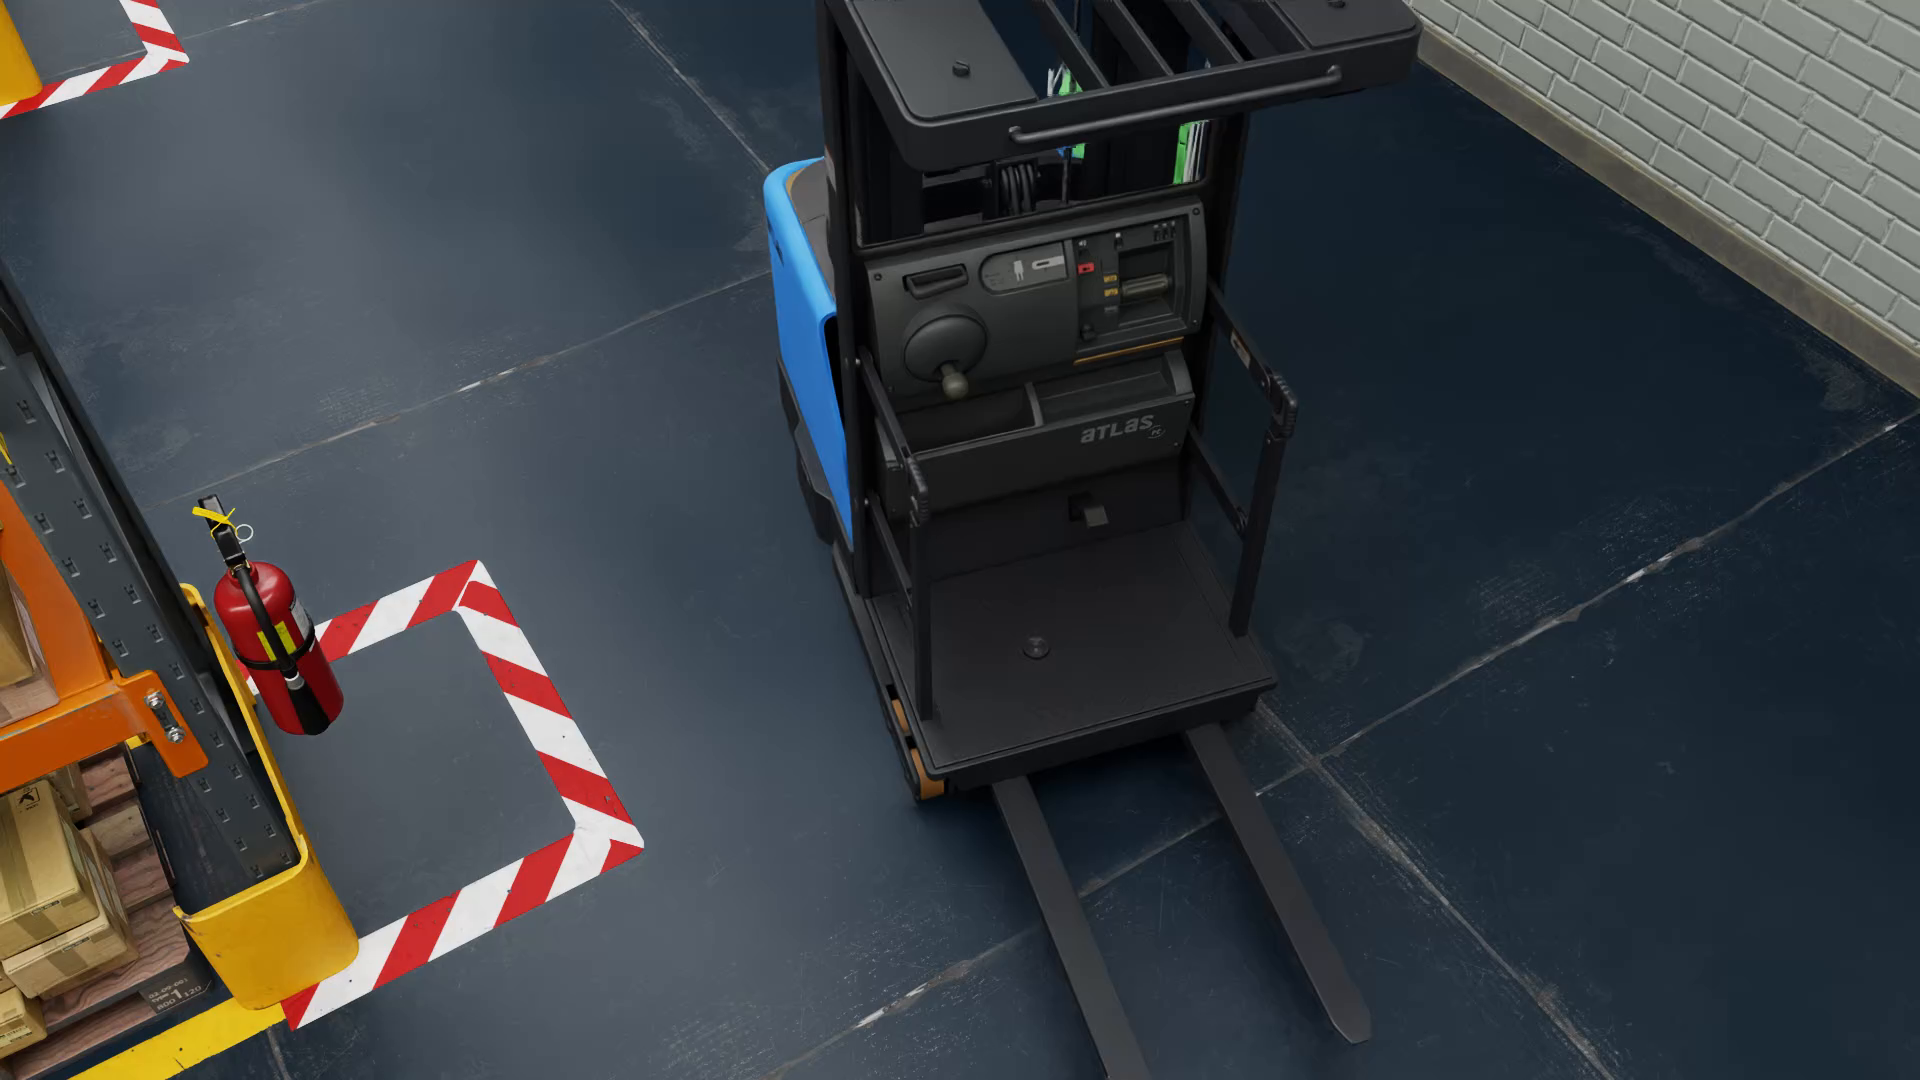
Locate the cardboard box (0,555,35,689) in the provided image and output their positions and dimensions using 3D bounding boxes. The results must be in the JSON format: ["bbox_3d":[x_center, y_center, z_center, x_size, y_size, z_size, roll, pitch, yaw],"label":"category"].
[{"bbox_3d":[-2.314,0.062,3.420,0.500,0.500,0.500,-24,53,-20],"label":"cardboard box"}]

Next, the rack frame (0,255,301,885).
[{"bbox_3d":[-2.072,-0.147,3.872,0.127,3.000,1.000,-25,53,-21],"label":"rack frame"}]

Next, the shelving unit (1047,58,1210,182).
[{"bbox_3d":[0.567,-1.194,6.010,0.503,1.200,0.258,13,50,11],"label":"shelving unit"}]

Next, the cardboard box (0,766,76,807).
[{"bbox_3d":[-2.652,0.609,4.628,0.250,0.149,0.380,-23,52,-19],"label":"cardboard box"}]

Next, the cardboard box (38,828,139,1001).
[{"bbox_3d":[-2.406,1.003,4.476,0.250,0.149,0.380,-24,53,-20],"label":"cardboard box"}]

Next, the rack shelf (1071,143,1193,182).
[{"bbox_3d":[0.567,-1.311,5.878,0.480,0.148,0.258,13,50,11],"label":"rack shelf"}]

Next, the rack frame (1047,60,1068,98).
[{"bbox_3d":[0.333,-1.245,6.056,0.015,1.200,0.240,13,50,11],"label":"rack frame"}]

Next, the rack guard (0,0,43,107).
[{"bbox_3d":[-4.612,-2.498,7.640,0.348,0.500,1.175,-25,53,-21],"label":"rack guard"}]

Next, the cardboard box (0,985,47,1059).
[{"bbox_3d":[-2.569,1.169,4.328,0.250,0.149,0.380,-24,52,-20],"label":"cardboard box"}]

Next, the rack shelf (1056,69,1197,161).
[{"bbox_3d":[0.567,-1.470,5.699,0.480,0.148,0.258,13,50,11],"label":"rack shelf"}]

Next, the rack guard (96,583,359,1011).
[{"bbox_3d":[-2.136,0.715,4.779,0.348,0.500,1.175,-25,53,-21],"label":"rack guard"}]

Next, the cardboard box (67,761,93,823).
[{"bbox_3d":[-2.686,0.668,4.774,0.250,0.149,0.380,-24,53,-20],"label":"cardboard box"}]

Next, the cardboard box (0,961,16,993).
[{"bbox_3d":[-2.616,1.023,4.259,0.250,0.149,0.380,-26,53,-22],"label":"cardboard box"}]

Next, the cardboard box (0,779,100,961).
[{"bbox_3d":[-2.384,0.835,4.228,0.250,0.149,0.380,-25,53,-20],"label":"cardboard box"}]

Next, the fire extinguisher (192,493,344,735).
[{"bbox_3d":[-1.612,0.194,3.870,0.183,0.674,0.296,-25,53,-21],"label":"fire extinguisher"}]

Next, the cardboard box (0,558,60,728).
[{"bbox_3d":[-2.197,0.245,3.691,0.250,0.149,0.380,-25,53,-21],"label":"cardboard box"}]

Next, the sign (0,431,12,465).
[{"bbox_3d":[-1.792,-0.279,3.003,0.005,0.325,0.100,-25,53,-21],"label":"sign"}]

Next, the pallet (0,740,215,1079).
[{"bbox_3d":[-2.842,1.112,4.618,1.213,0.211,1.003,-25,53,-21],"label":"pallet"}]

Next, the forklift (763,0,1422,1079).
[{"bbox_3d":[0.284,-0.535,4.264,1.130,2.935,3.031,-14,50,-12],"label":"forklift"}]

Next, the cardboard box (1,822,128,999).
[{"bbox_3d":[-2.366,0.953,4.321,0.250,0.149,0.380,-27,53,-22],"label":"cardboard box"}]

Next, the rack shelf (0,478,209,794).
[{"bbox_3d":[-3.763,0.889,3.431,4.000,0.370,1.077,-25,53,-21],"label":"rack shelf"}]

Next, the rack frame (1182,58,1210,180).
[{"bbox_3d":[0.801,-1.142,5.963,0.015,1.200,0.240,13,50,11],"label":"rack frame"}]

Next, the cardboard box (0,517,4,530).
[{"bbox_3d":[-2.520,-0.141,4.036,0.250,0.149,0.380,-26,53,-21],"label":"cardboard box"}]
